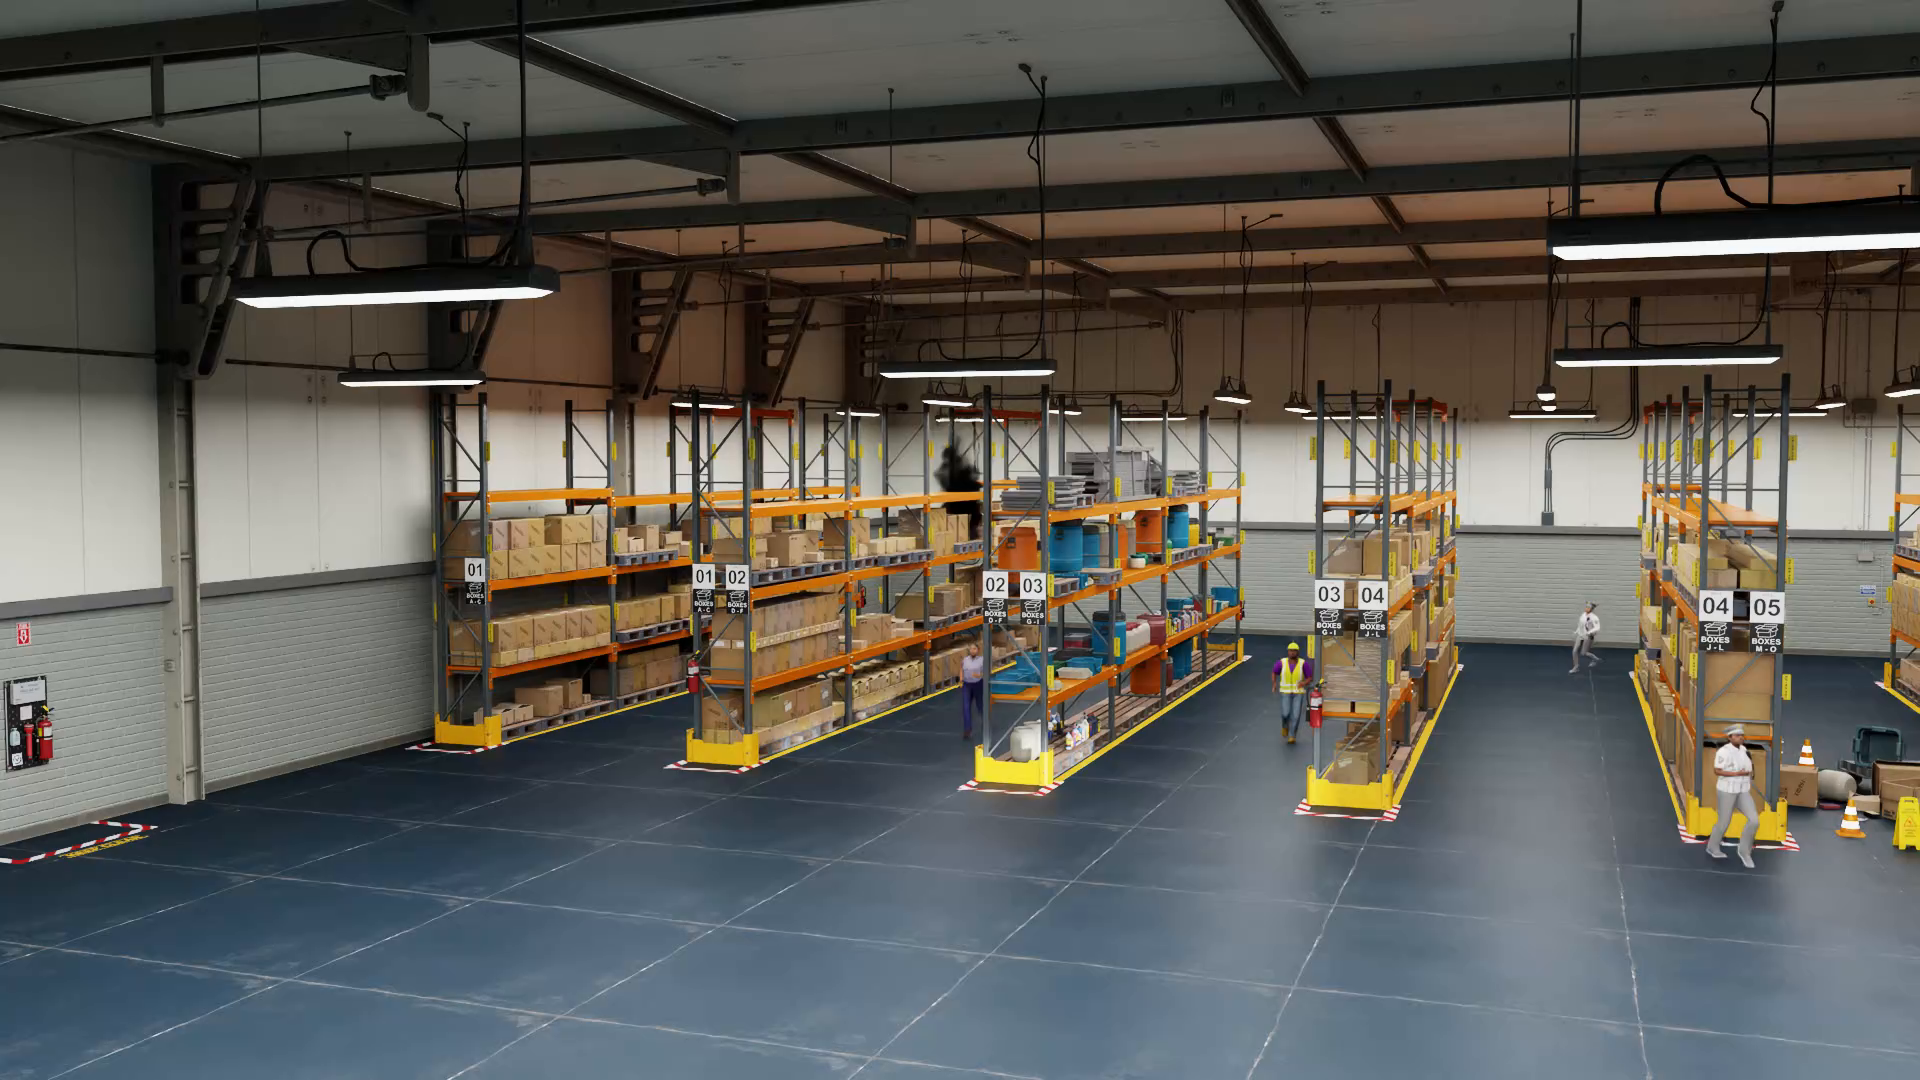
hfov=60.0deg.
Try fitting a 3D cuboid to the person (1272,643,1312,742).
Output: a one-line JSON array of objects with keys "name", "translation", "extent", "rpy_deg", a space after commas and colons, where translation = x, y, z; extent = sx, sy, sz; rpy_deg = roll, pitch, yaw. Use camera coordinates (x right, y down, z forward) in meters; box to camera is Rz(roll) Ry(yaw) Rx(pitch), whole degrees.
[{"name": "person", "translation": [5.673, 2.621, 28.438], "extent": [0.691, 1.723, 0.586], "rpy_deg": [1, 3, 11]}]

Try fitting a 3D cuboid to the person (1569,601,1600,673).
[{"name": "person", "translation": [14.164, 2.198, 37.533], "extent": [0.685, 1.654, 0.658], "rpy_deg": [-1, 3, -22]}]

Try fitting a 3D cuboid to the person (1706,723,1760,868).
[{"name": "person", "translation": [9.378, 3.091, 20.148], "extent": [0.577, 1.762, 0.664], "rpy_deg": [-1, 3, -16]}]

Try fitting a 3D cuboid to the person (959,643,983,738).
[{"name": "person", "translation": [0.245, 2.625, 29.219], "extent": [0.615, 1.612, 0.899], "rpy_deg": [1, 3, 15]}]
